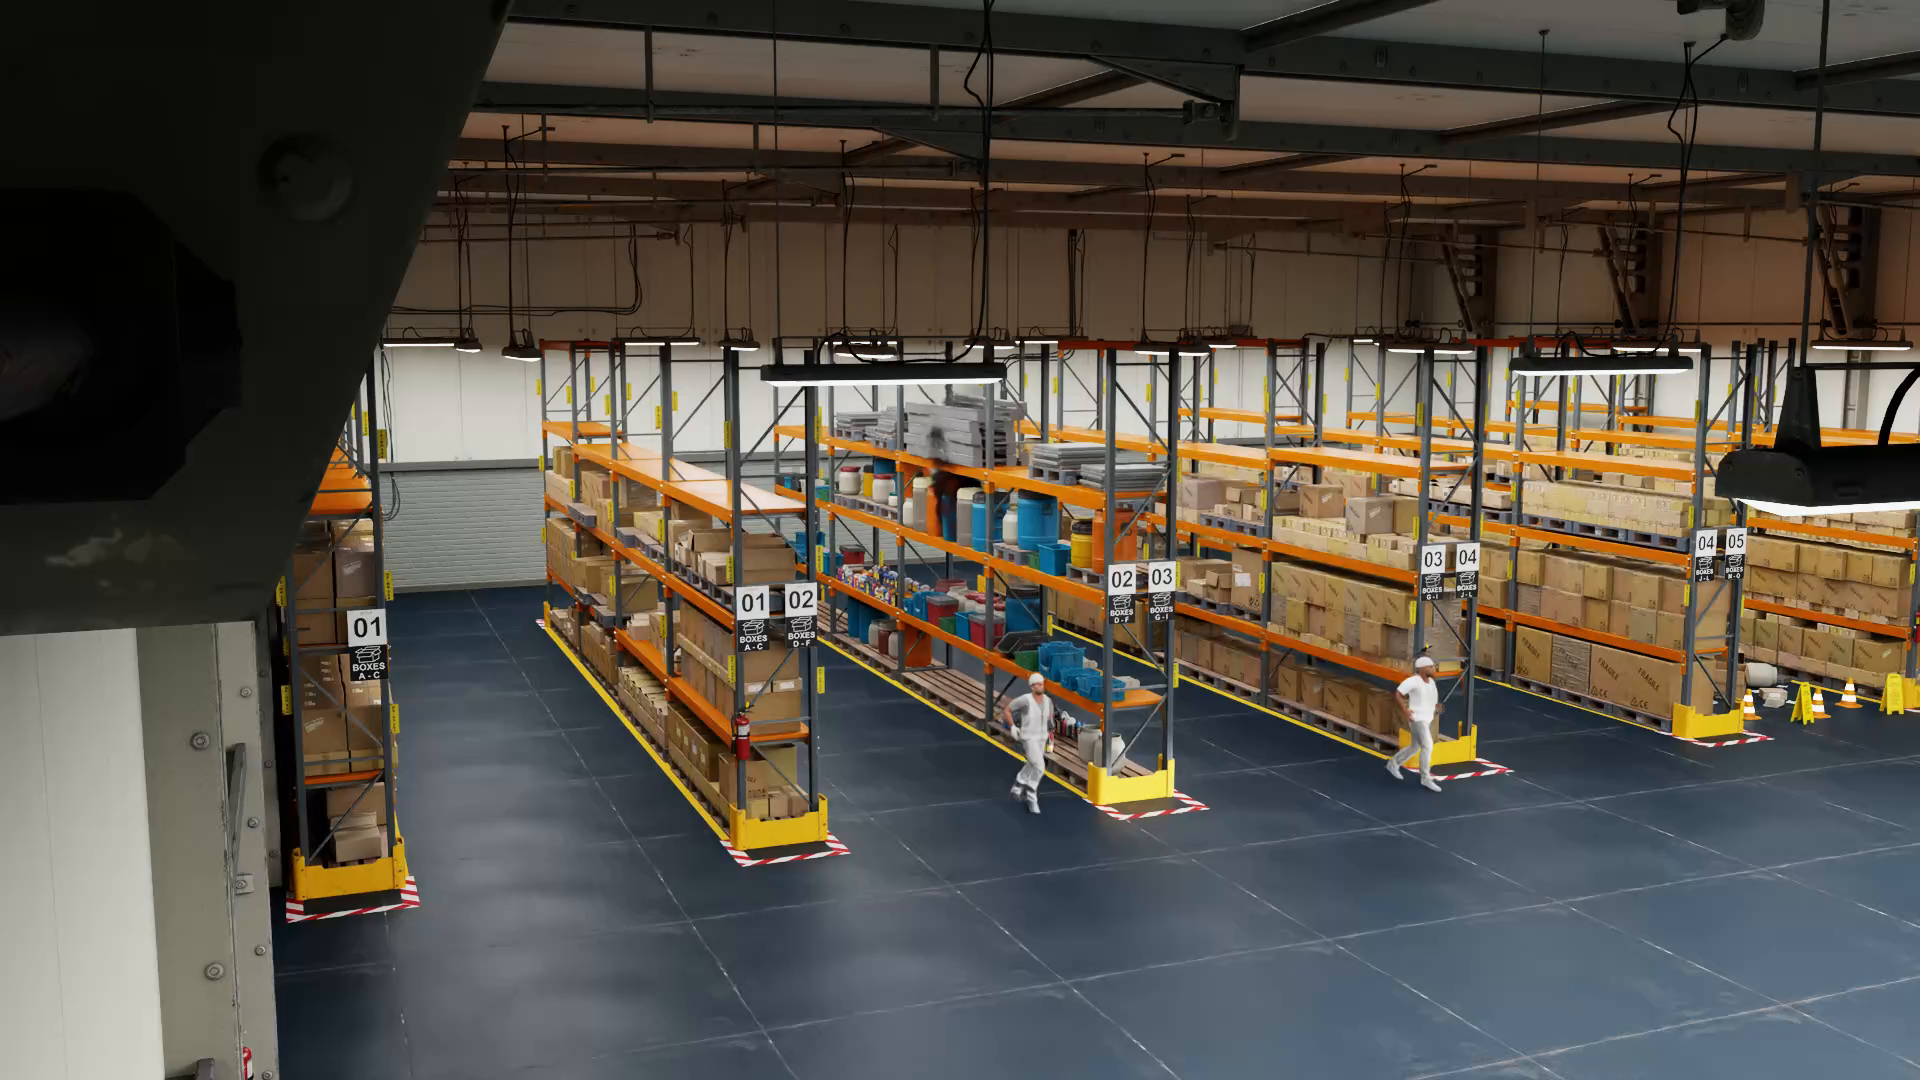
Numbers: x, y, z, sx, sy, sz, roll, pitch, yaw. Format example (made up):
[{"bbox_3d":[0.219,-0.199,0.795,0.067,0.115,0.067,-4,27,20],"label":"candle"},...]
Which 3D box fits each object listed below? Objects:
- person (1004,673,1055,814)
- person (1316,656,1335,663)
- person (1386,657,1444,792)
[{"bbox_3d":[0.954,2.646,21.776,0.648,1.833,0.732,-7,10,-42],"label":"person"},{"bbox_3d":[6.895,1.504,30.982,0.582,1.620,0.652,-3,8,-24],"label":"person"},{"bbox_3d":[6.343,2.491,22.923,0.846,1.774,0.712,6,9,38],"label":"person"}]
